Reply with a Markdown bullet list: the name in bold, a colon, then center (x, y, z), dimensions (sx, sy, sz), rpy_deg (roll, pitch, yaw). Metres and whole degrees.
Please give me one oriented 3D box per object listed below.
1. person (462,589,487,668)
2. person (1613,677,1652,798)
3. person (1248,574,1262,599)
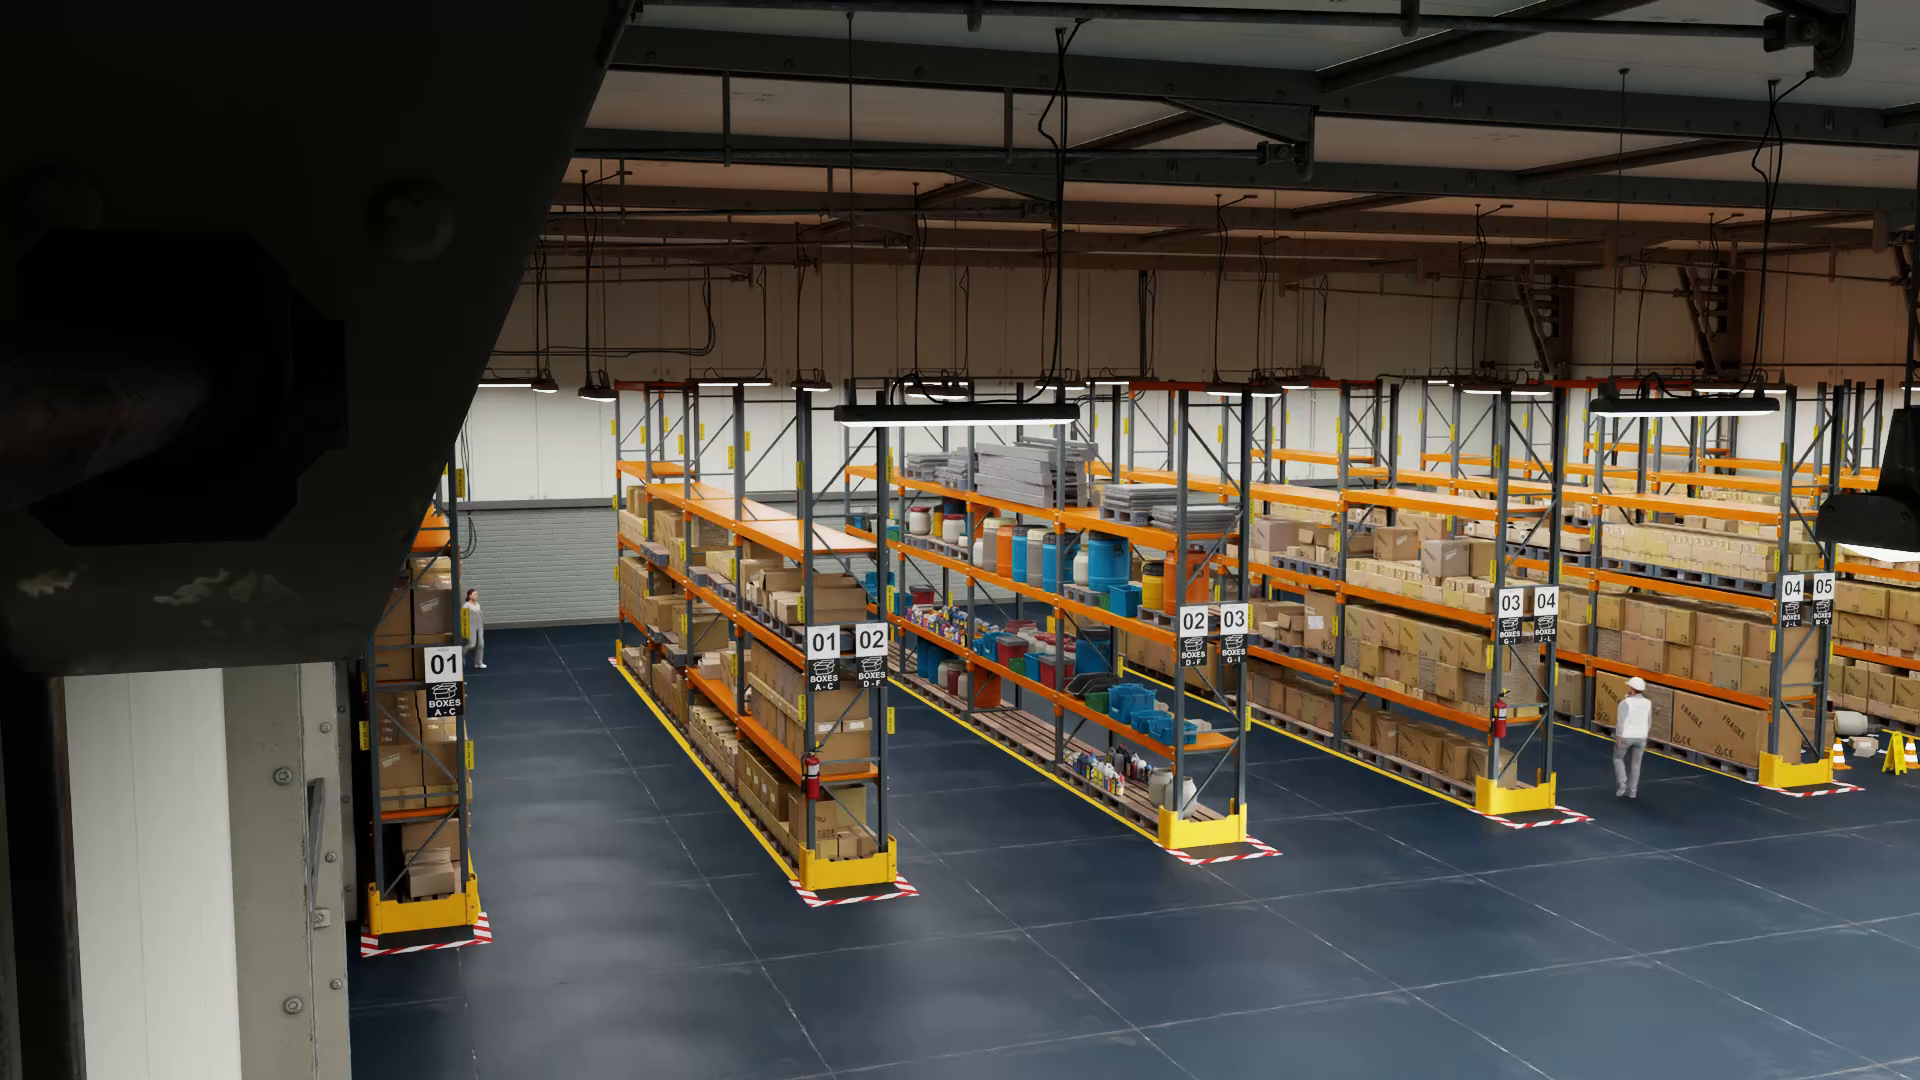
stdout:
- **person**: center (-10.152, 1.838, 34.584), dimensions (0.550, 1.661, 0.466), rpy_deg (4, 7, 36)
- **person**: center (9.822, 2.877, 24.258), dimensions (0.504, 1.781, 0.455), rpy_deg (2, 6, 15)
- **person**: center (6.300, 1.650, 36.507), dimensions (0.553, 1.814, 0.937), rpy_deg (-2, 6, -19)
